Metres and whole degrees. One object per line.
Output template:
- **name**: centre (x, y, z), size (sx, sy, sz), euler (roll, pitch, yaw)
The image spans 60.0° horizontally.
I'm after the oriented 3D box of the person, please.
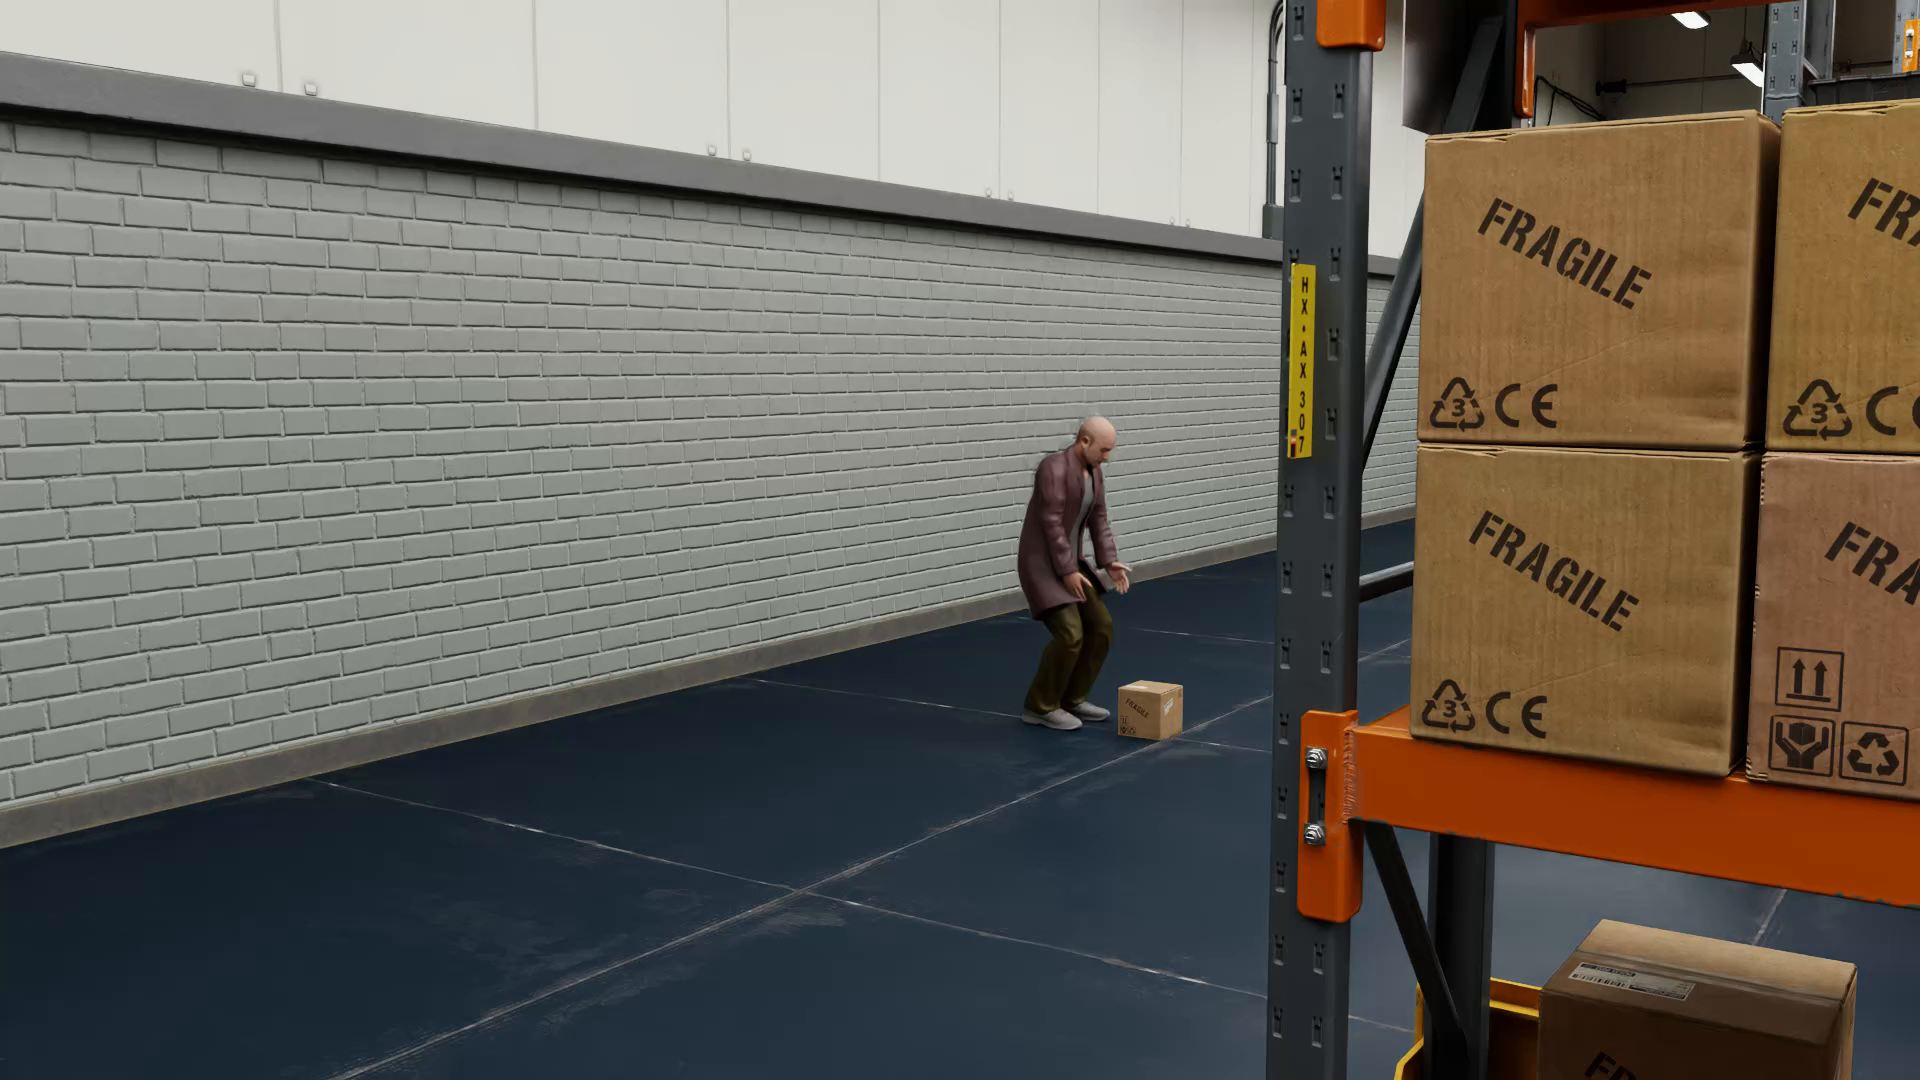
- **person**: centre (0.727, 0.291, 8.771), size (0.860, 1.416, 0.551), euler (4, 7, 32)
